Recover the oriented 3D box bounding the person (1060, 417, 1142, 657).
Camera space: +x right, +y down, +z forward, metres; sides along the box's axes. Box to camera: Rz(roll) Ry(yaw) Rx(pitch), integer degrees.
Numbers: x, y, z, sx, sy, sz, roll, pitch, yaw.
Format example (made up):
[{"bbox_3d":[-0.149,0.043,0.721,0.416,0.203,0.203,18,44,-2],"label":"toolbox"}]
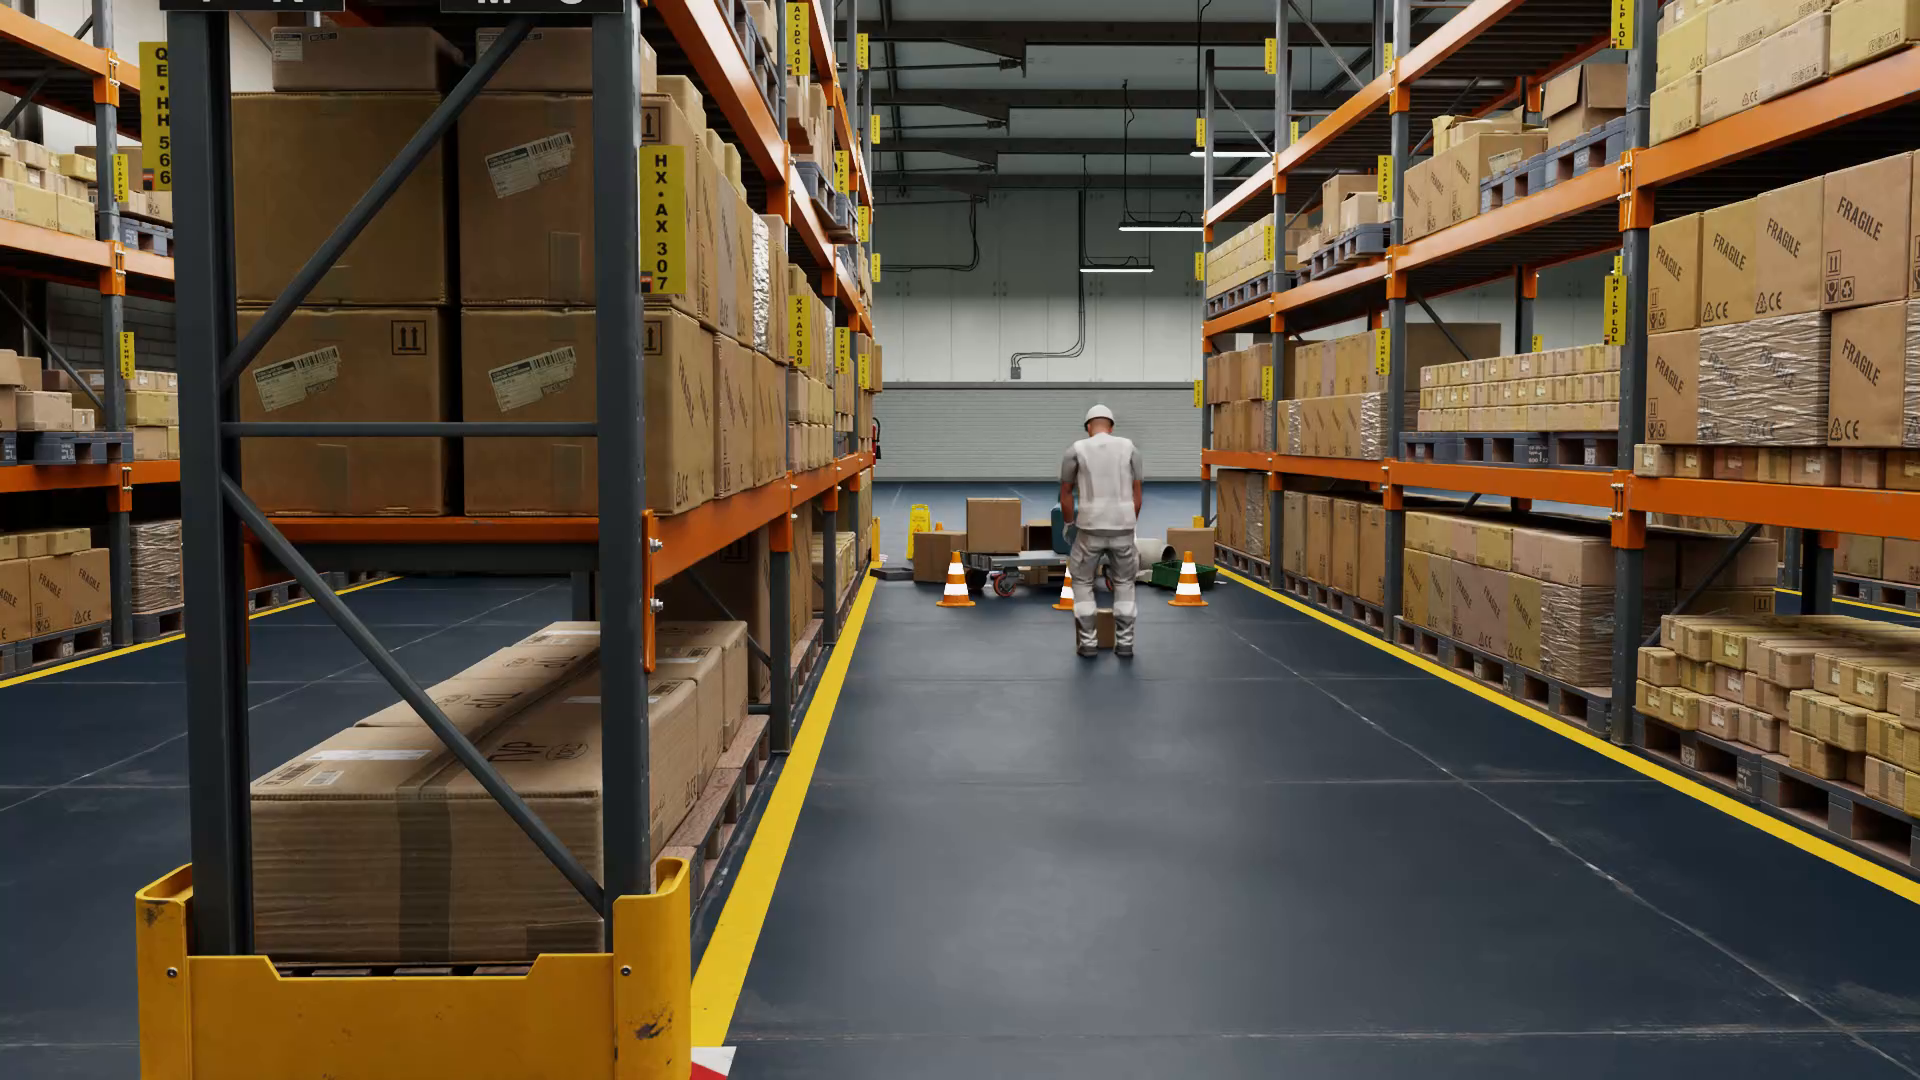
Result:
[{"bbox_3d":[13.266,-0.595,19.787,25.168,1.658,17.615,0,4,0],"label":"person"}]
